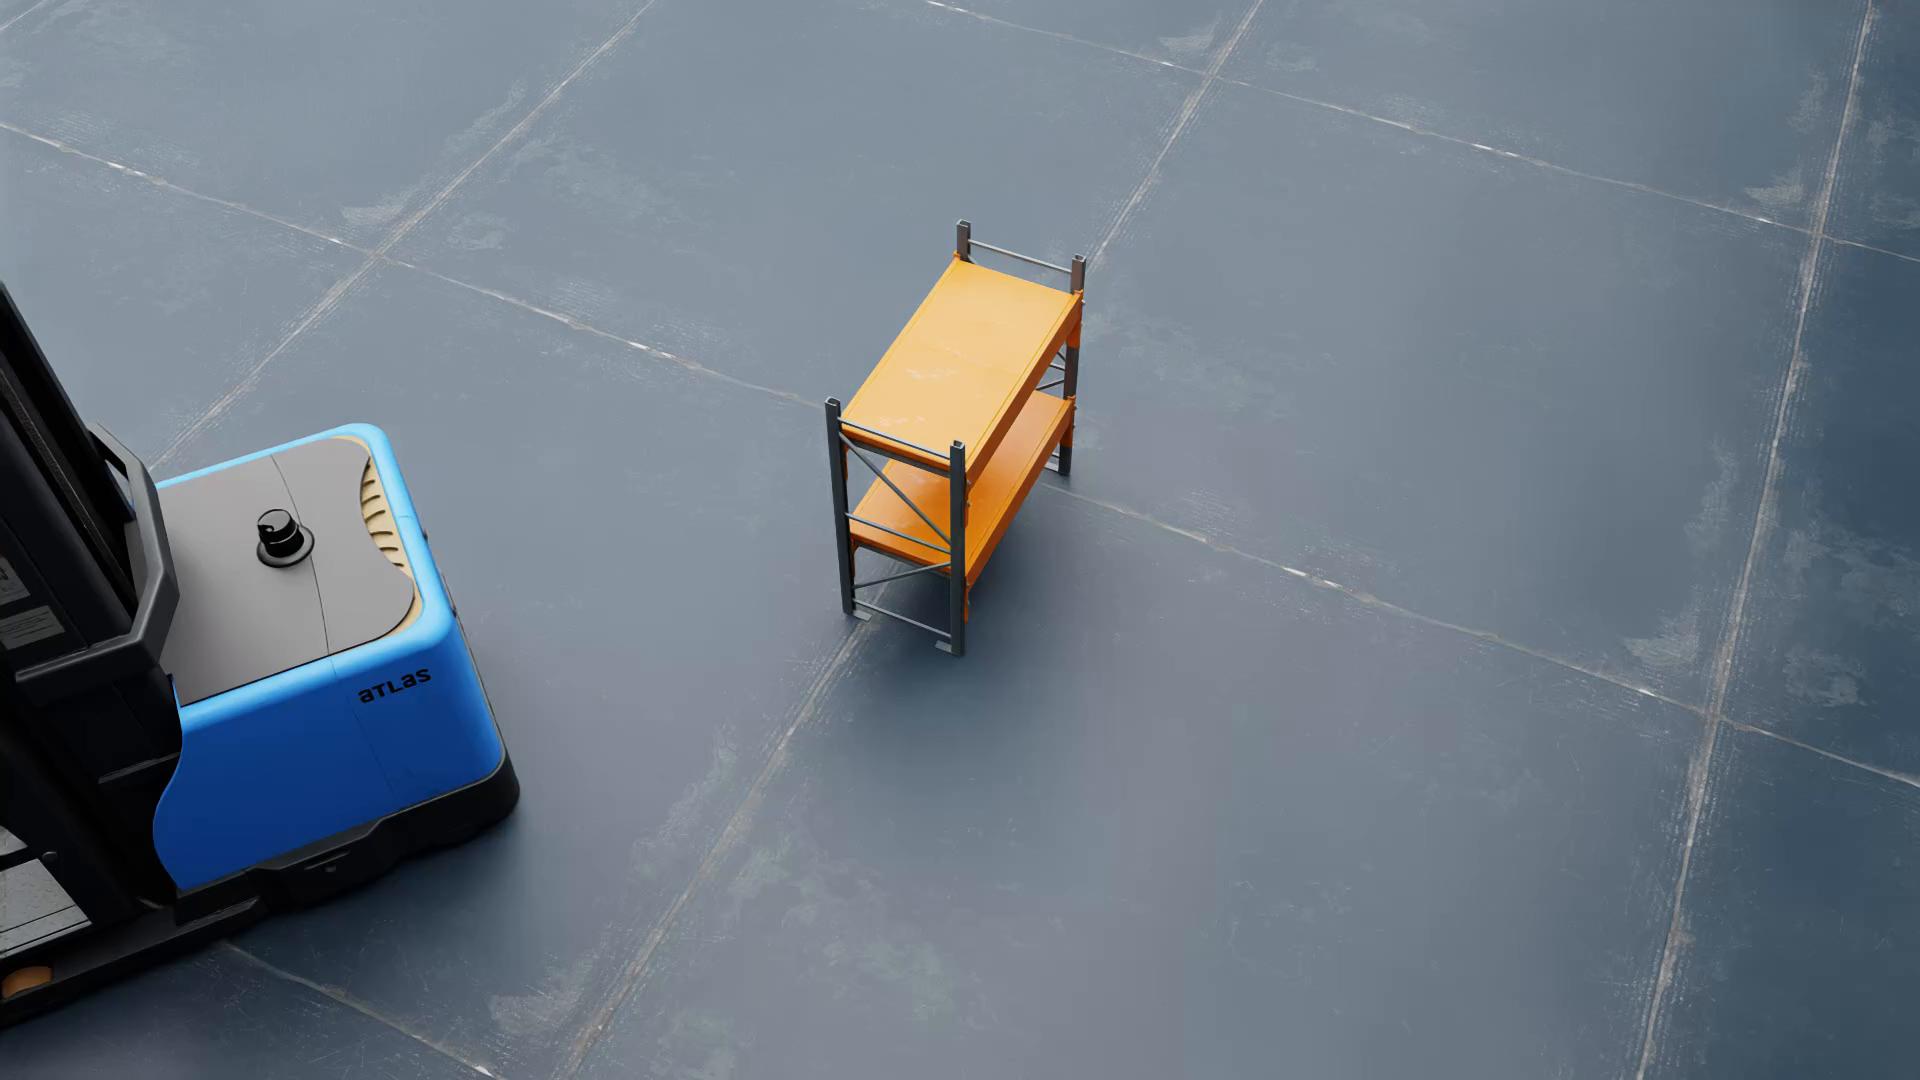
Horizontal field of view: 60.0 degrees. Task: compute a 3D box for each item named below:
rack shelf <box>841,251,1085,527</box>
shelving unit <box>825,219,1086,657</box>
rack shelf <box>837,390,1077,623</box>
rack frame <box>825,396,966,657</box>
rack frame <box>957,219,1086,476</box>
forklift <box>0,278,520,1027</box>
[{"bbox_3d":[0.003,-0.559,5.918,0.538,0.278,1.000,20,52,16],"label":"rack shelf"},{"bbox_3d":[0.003,-0.369,6.141,0.538,1.125,1.048,20,52,16],"label":"shelving unit"},{"bbox_3d":[0.003,-0.211,6.327,0.538,0.278,1.000,20,52,16],"label":"rack shelf"},{"bbox_3d":[-0.214,-0.019,5.843,0.500,1.125,0.032,20,52,16],"label":"rack frame"},{"bbox_3d":[0.220,-0.719,6.439,0.500,1.125,0.032,20,52,16],"label":"rack frame"},{"bbox_3d":[-3.072,0.155,4.509,3.031,2.935,1.130,-20,53,-16],"label":"forklift"}]
